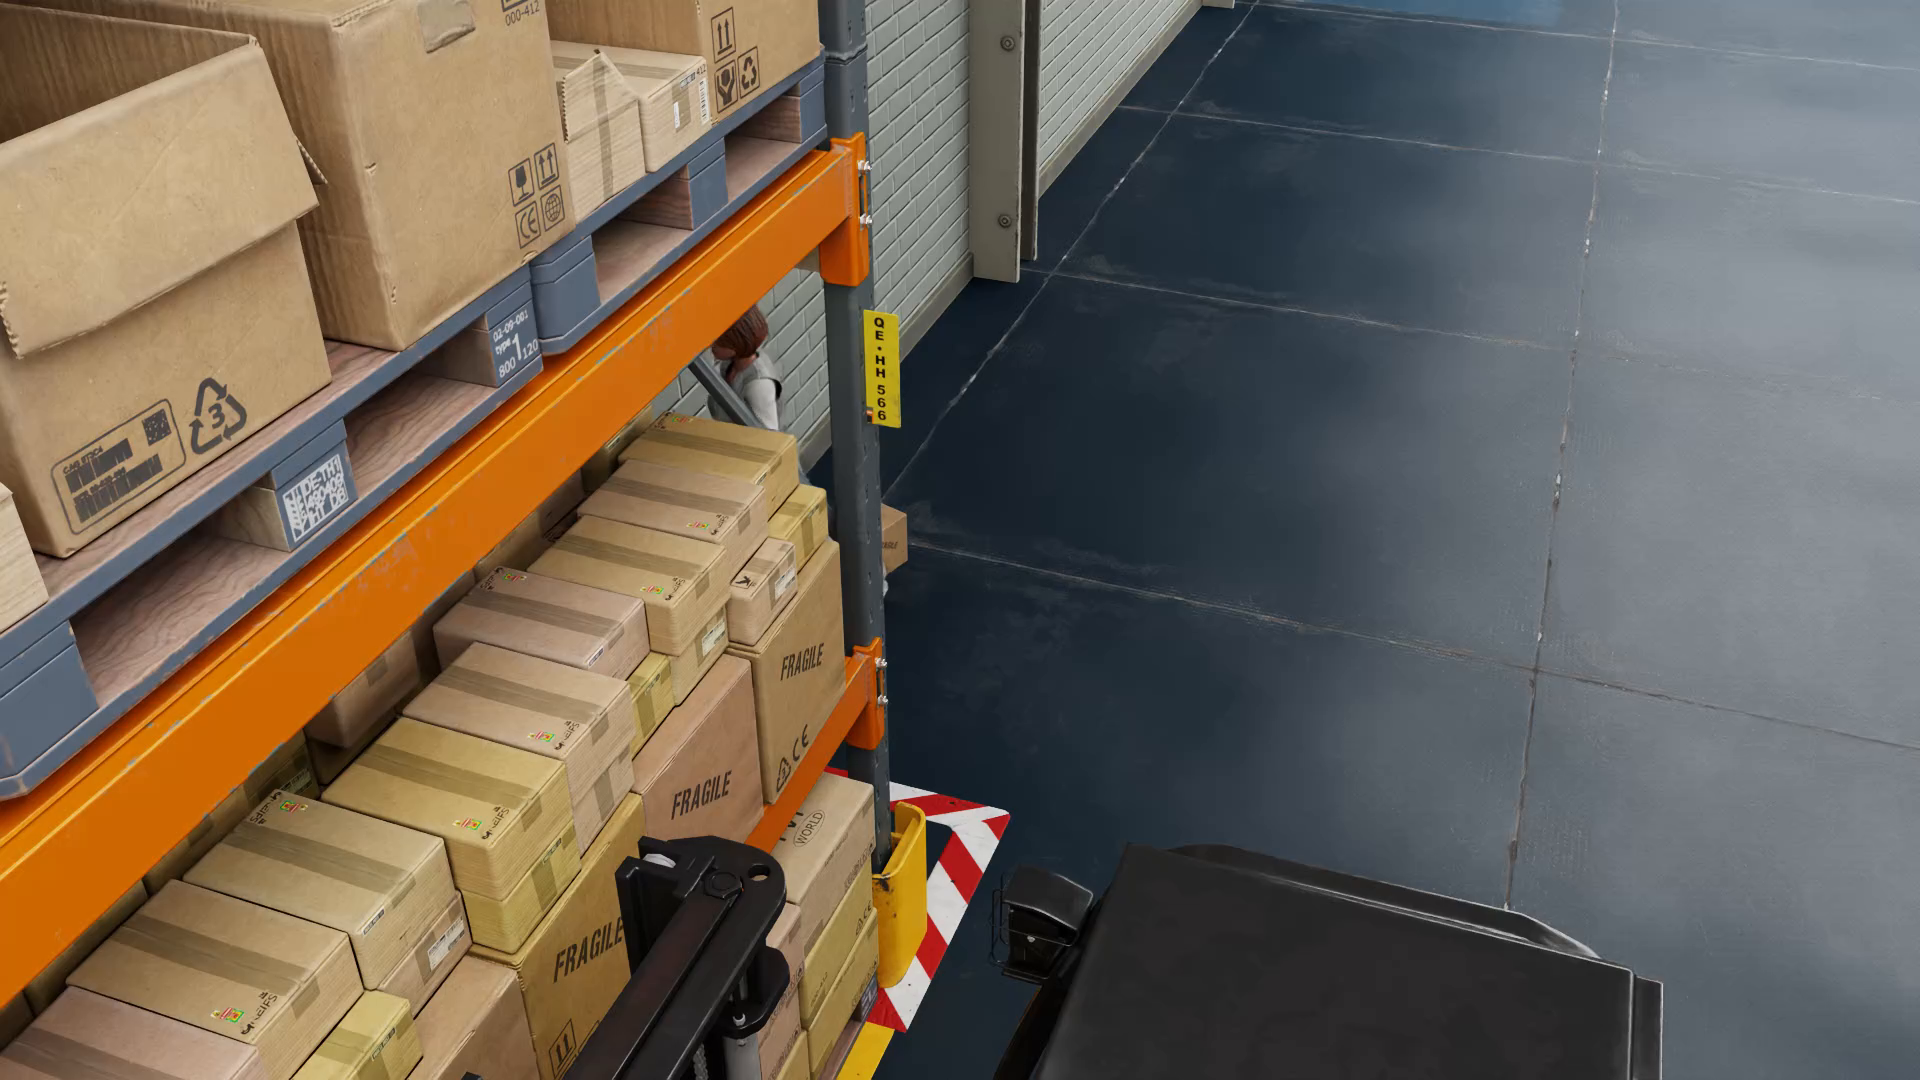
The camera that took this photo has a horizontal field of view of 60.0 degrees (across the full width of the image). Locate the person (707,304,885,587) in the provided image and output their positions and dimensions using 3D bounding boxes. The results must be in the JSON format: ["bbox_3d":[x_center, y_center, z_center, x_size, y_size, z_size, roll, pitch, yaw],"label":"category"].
[{"bbox_3d":[-0.750,-0.236,6.503,0.951,1.548,0.436,-17,37,-24],"label":"person"}]
